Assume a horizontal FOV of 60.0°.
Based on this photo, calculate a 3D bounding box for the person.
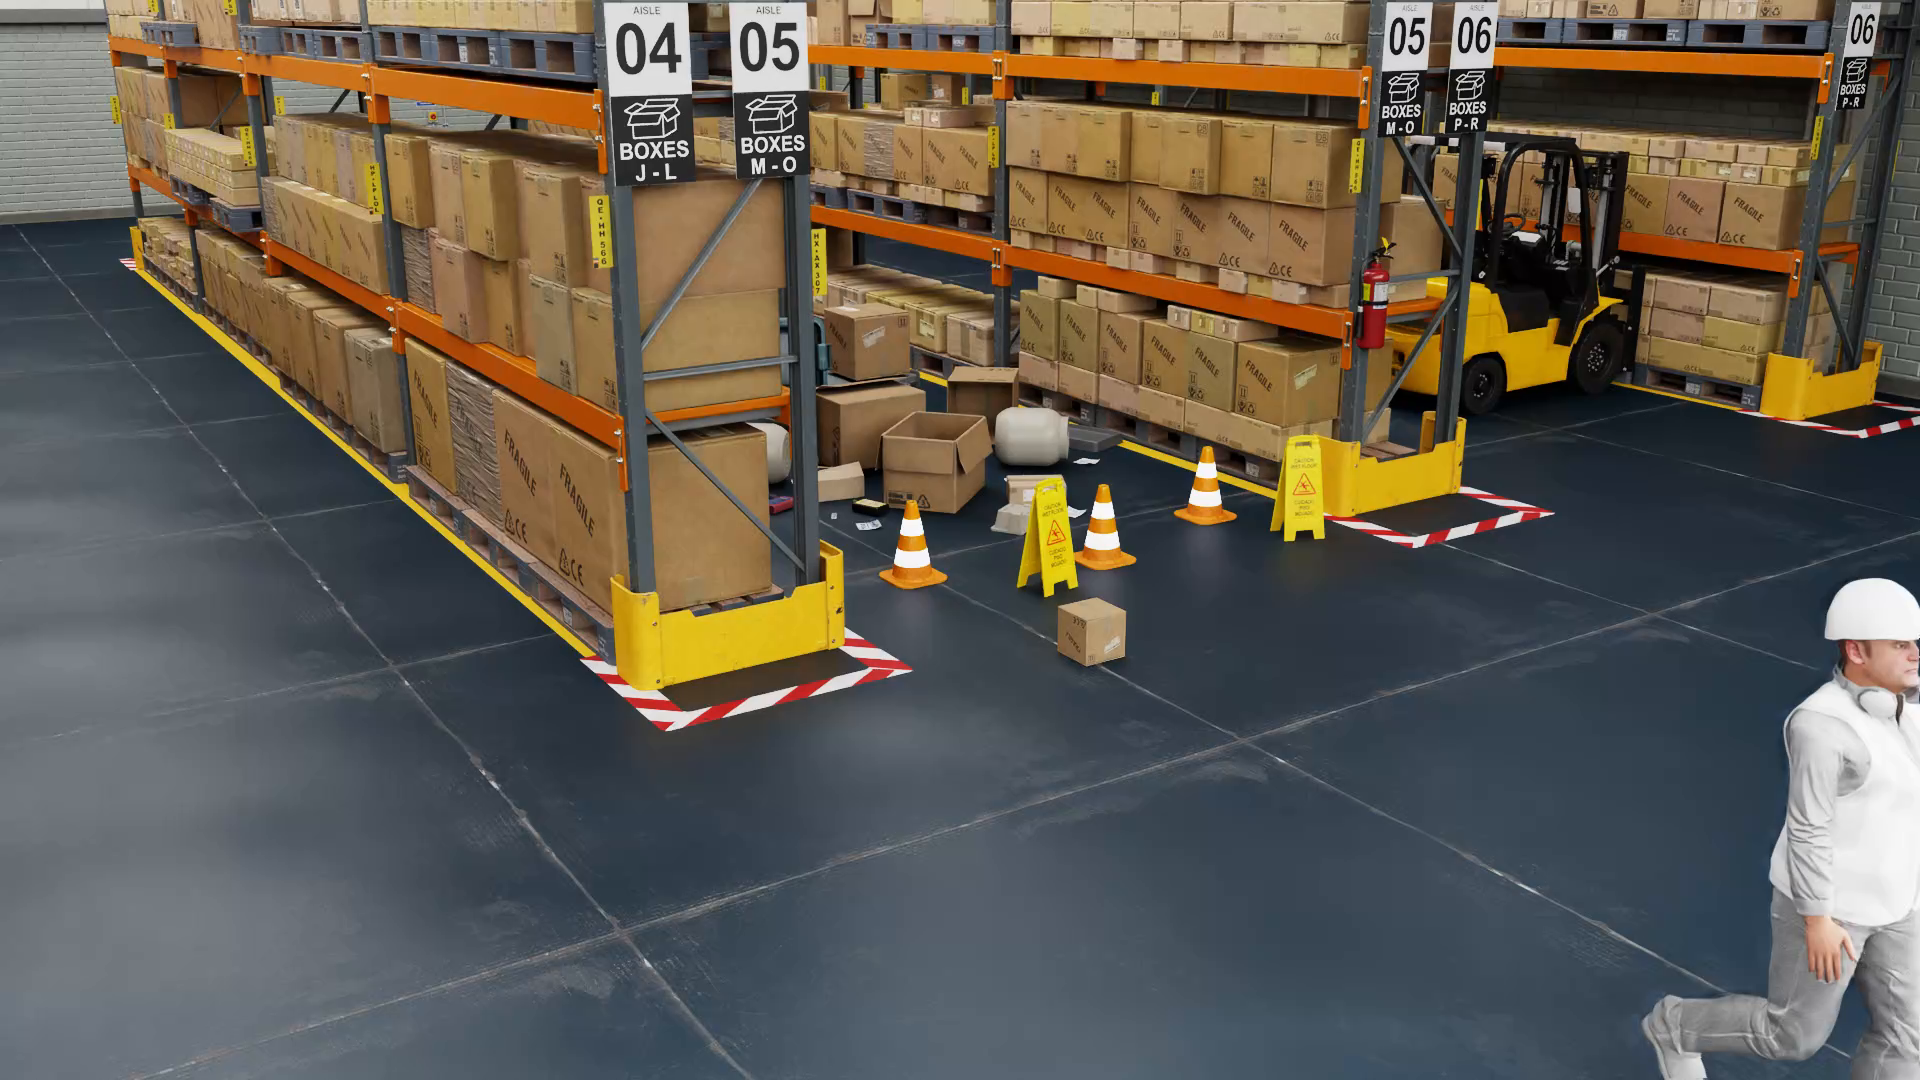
[{"bbox_3d":[2.406,0.946,4.584,0.541,1.743,0.873,-11,21,-30],"label":"person"}]
